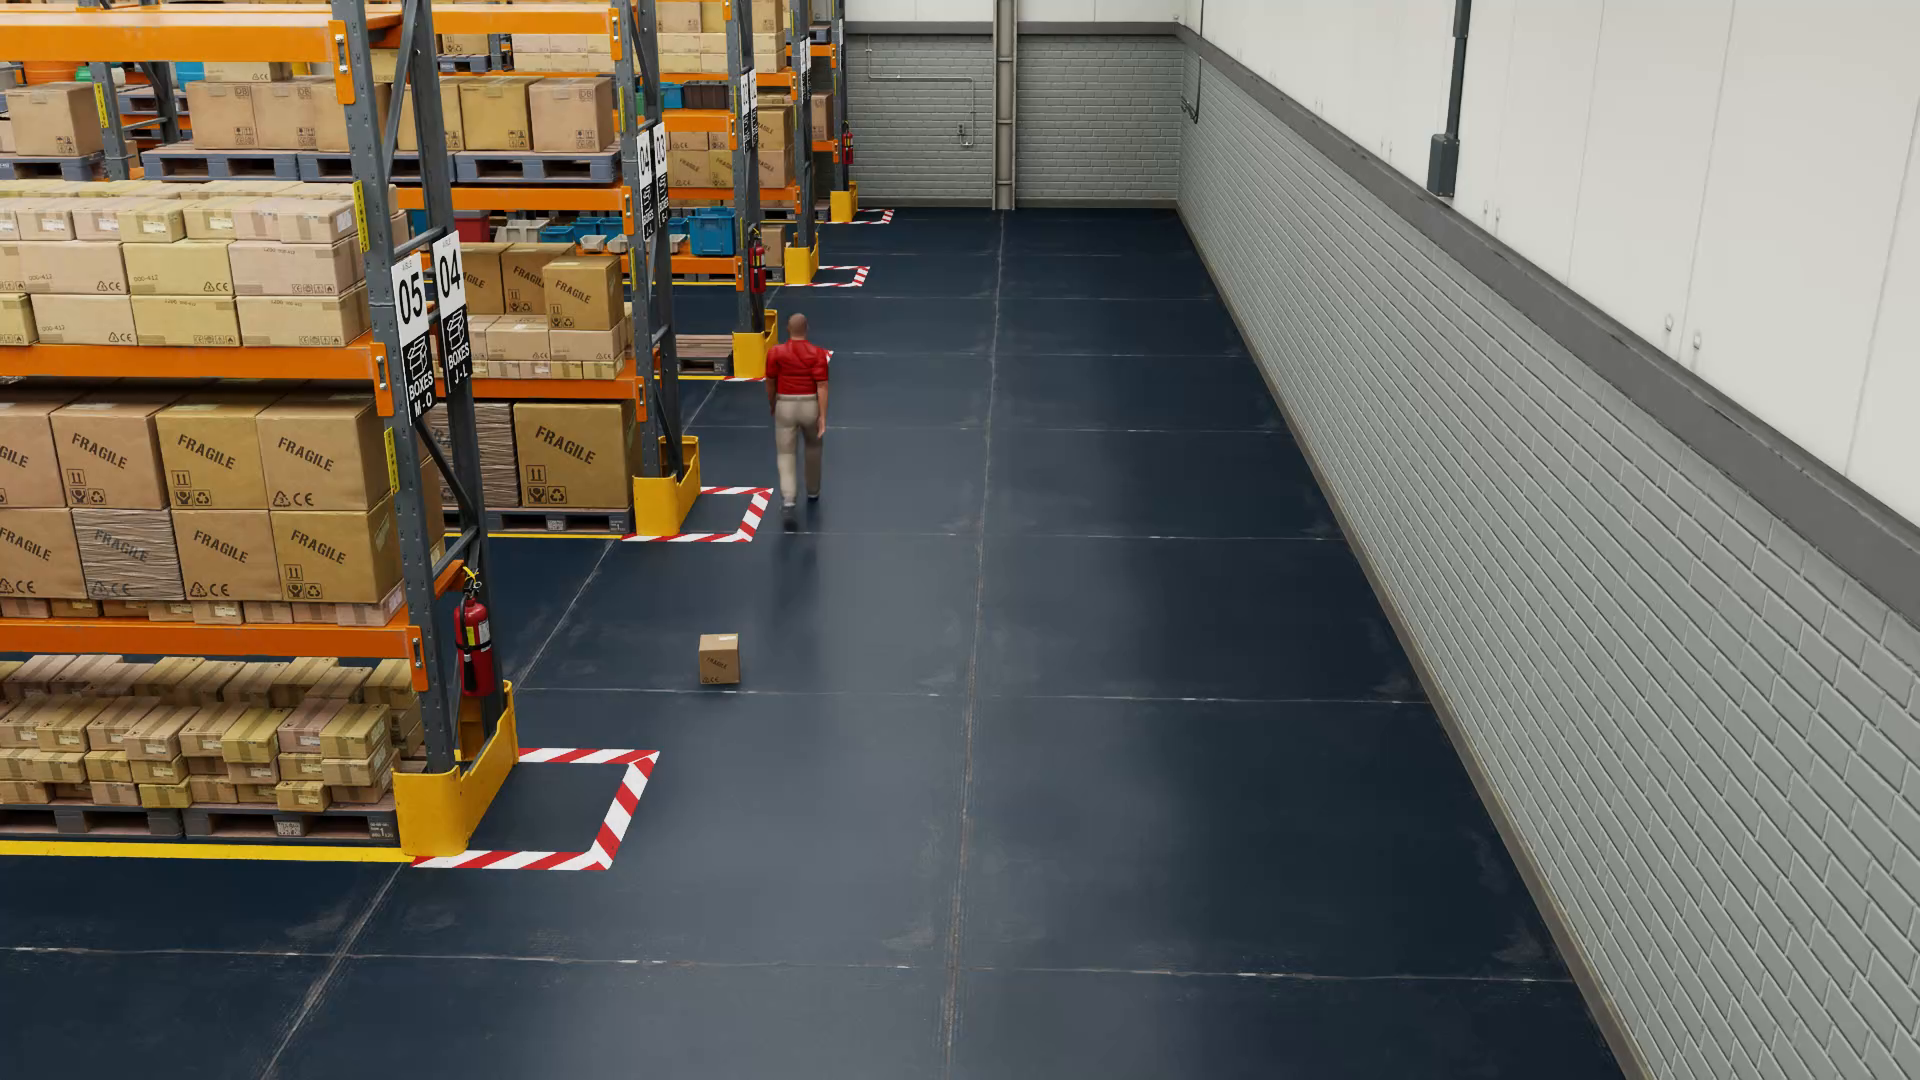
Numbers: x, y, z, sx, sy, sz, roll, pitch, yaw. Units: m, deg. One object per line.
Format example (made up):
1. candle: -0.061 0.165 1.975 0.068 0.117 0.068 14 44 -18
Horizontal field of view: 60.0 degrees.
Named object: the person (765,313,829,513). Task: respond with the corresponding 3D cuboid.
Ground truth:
1. person: -1.362 -1.085 13.985 0.531 1.682 0.998 -2 21 -5
